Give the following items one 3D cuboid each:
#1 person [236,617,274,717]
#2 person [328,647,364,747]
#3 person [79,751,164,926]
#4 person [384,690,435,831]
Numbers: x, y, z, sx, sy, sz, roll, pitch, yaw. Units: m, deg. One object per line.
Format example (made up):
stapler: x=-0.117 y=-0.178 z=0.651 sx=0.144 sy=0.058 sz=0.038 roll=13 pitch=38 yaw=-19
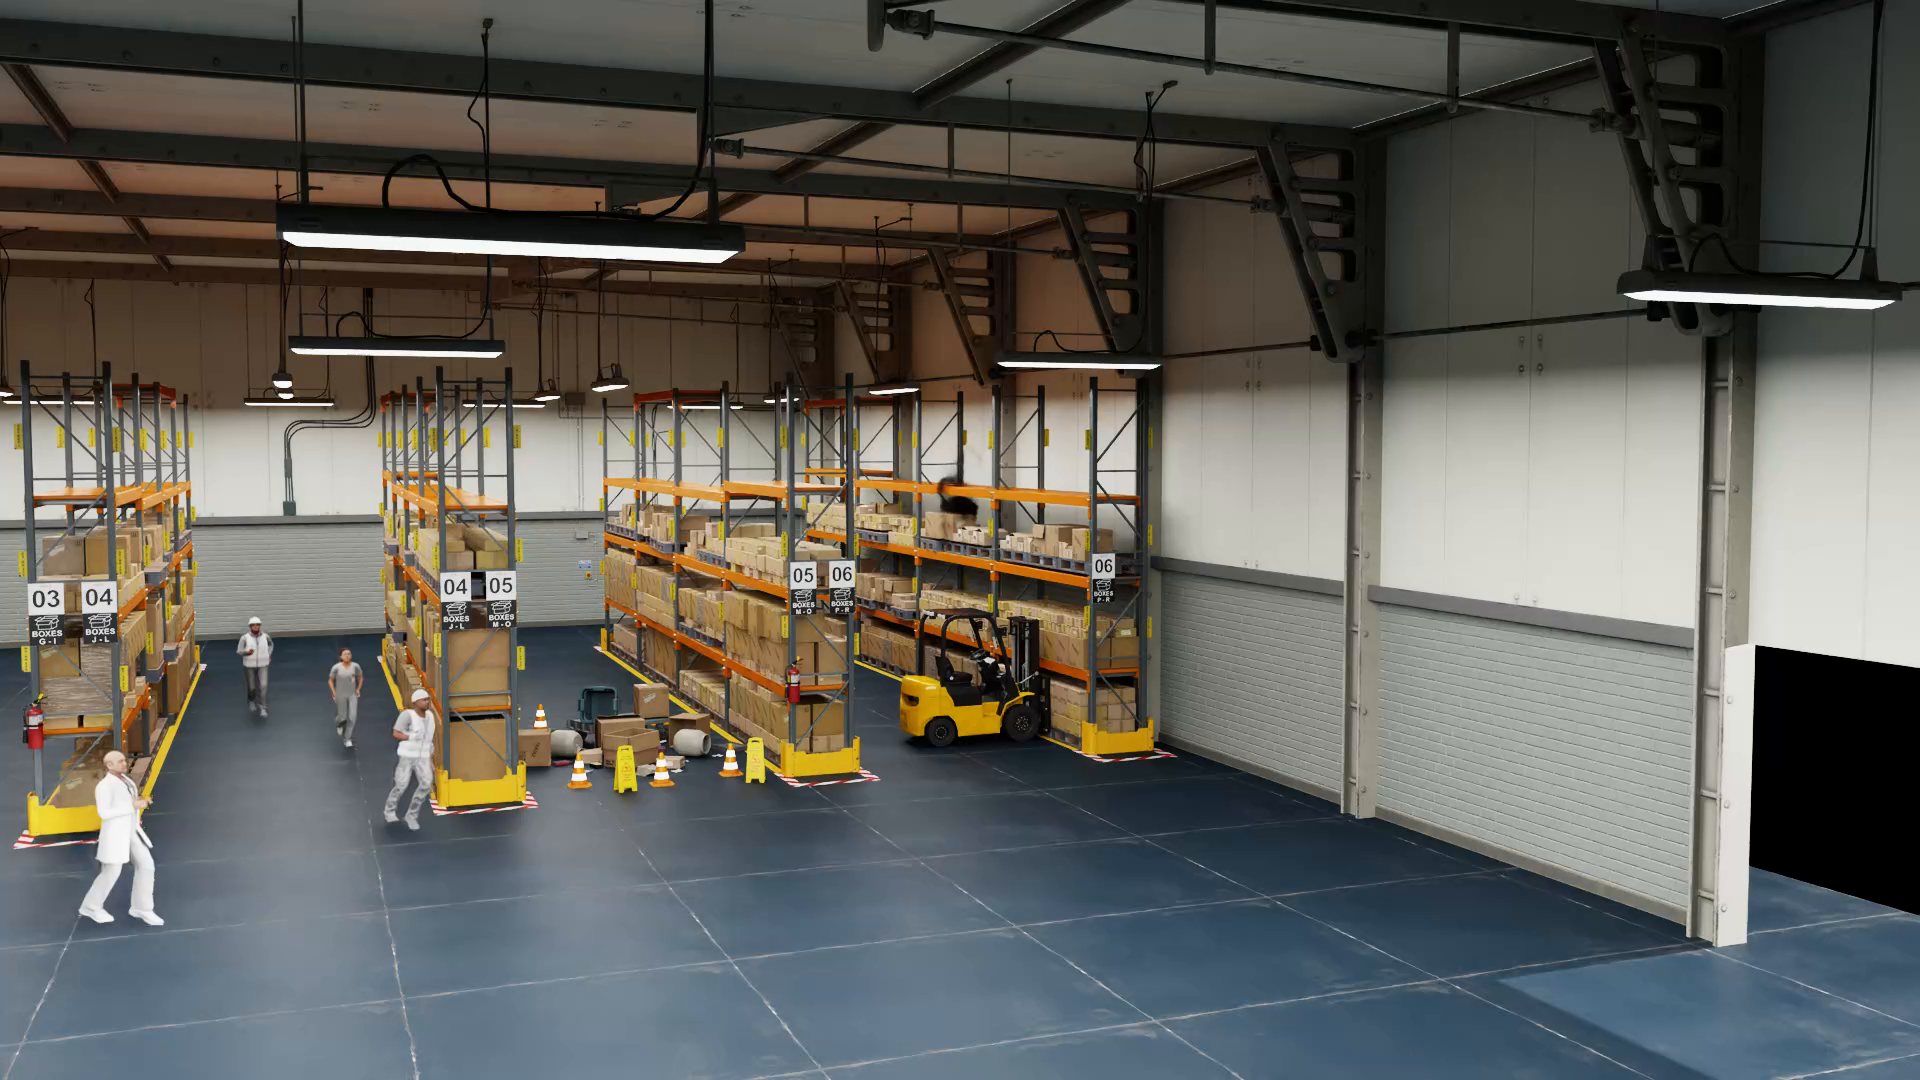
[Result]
person: x=-12.714 y=2.276 z=30.047 sx=0.661 sy=1.766 sz=0.906 roll=-2 pitch=4 yaw=-30
person: x=-10.085 y=2.556 z=27.311 sx=0.550 sy=1.621 sz=0.622 roll=-2 pitch=4 yaw=-29
person: x=-8.641 y=3.073 z=17.067 sx=0.832 sy=1.831 sz=0.685 roll=0 pitch=3 yaw=7
person: x=-7.045 y=2.835 z=21.563 sx=0.721 sy=1.793 sz=0.676 roll=3 pitch=5 yaw=43
